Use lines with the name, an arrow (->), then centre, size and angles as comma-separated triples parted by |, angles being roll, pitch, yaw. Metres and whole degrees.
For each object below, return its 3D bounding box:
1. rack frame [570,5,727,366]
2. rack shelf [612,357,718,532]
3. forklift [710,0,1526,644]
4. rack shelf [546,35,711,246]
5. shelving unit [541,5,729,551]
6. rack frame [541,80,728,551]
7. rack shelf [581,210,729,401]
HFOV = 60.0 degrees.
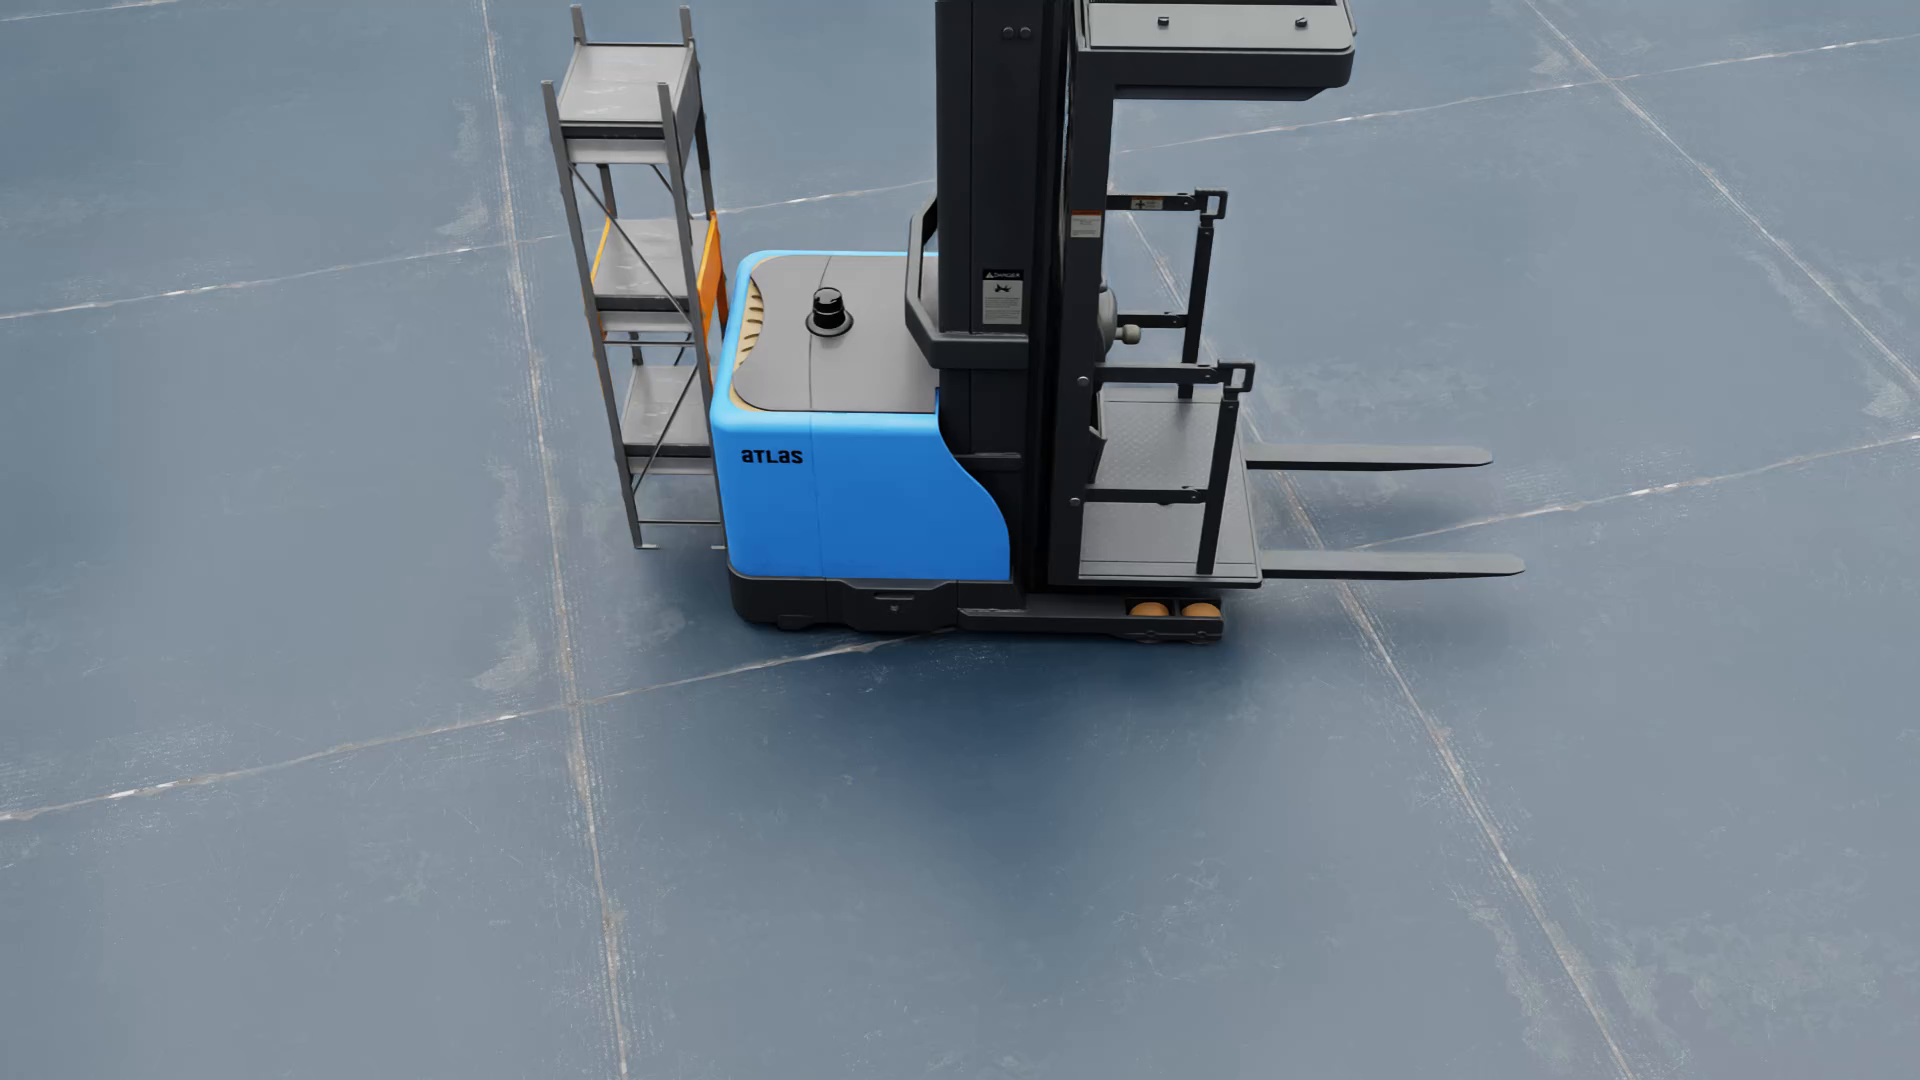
rack frame -> -1.104, -1.049, 6.308 | 0.400, 2.100, 0.015 | 1, 46, 1
rack shelf -> -1.110, -0.375, 6.647 | 0.431, 0.518, 0.480 | 1, 46, 1
forklift -> 0.647, -1.015, 5.693 | 3.031, 2.935, 1.130 | 1, 46, 1
rack shelf -> -1.110, -1.355, 5.647 | 0.431, 0.518, 0.480 | 1, 46, 1
shelving unit -> -1.110, -0.875, 6.137 | 0.431, 2.100, 0.503 | 1, 46, 1
rack frame -> -1.115, -0.701, 5.967 | 0.400, 2.100, 0.015 | 1, 46, 1
rack shelf -> -1.110, -0.865, 6.147 | 0.431, 0.518, 0.480 | 1, 46, 1
